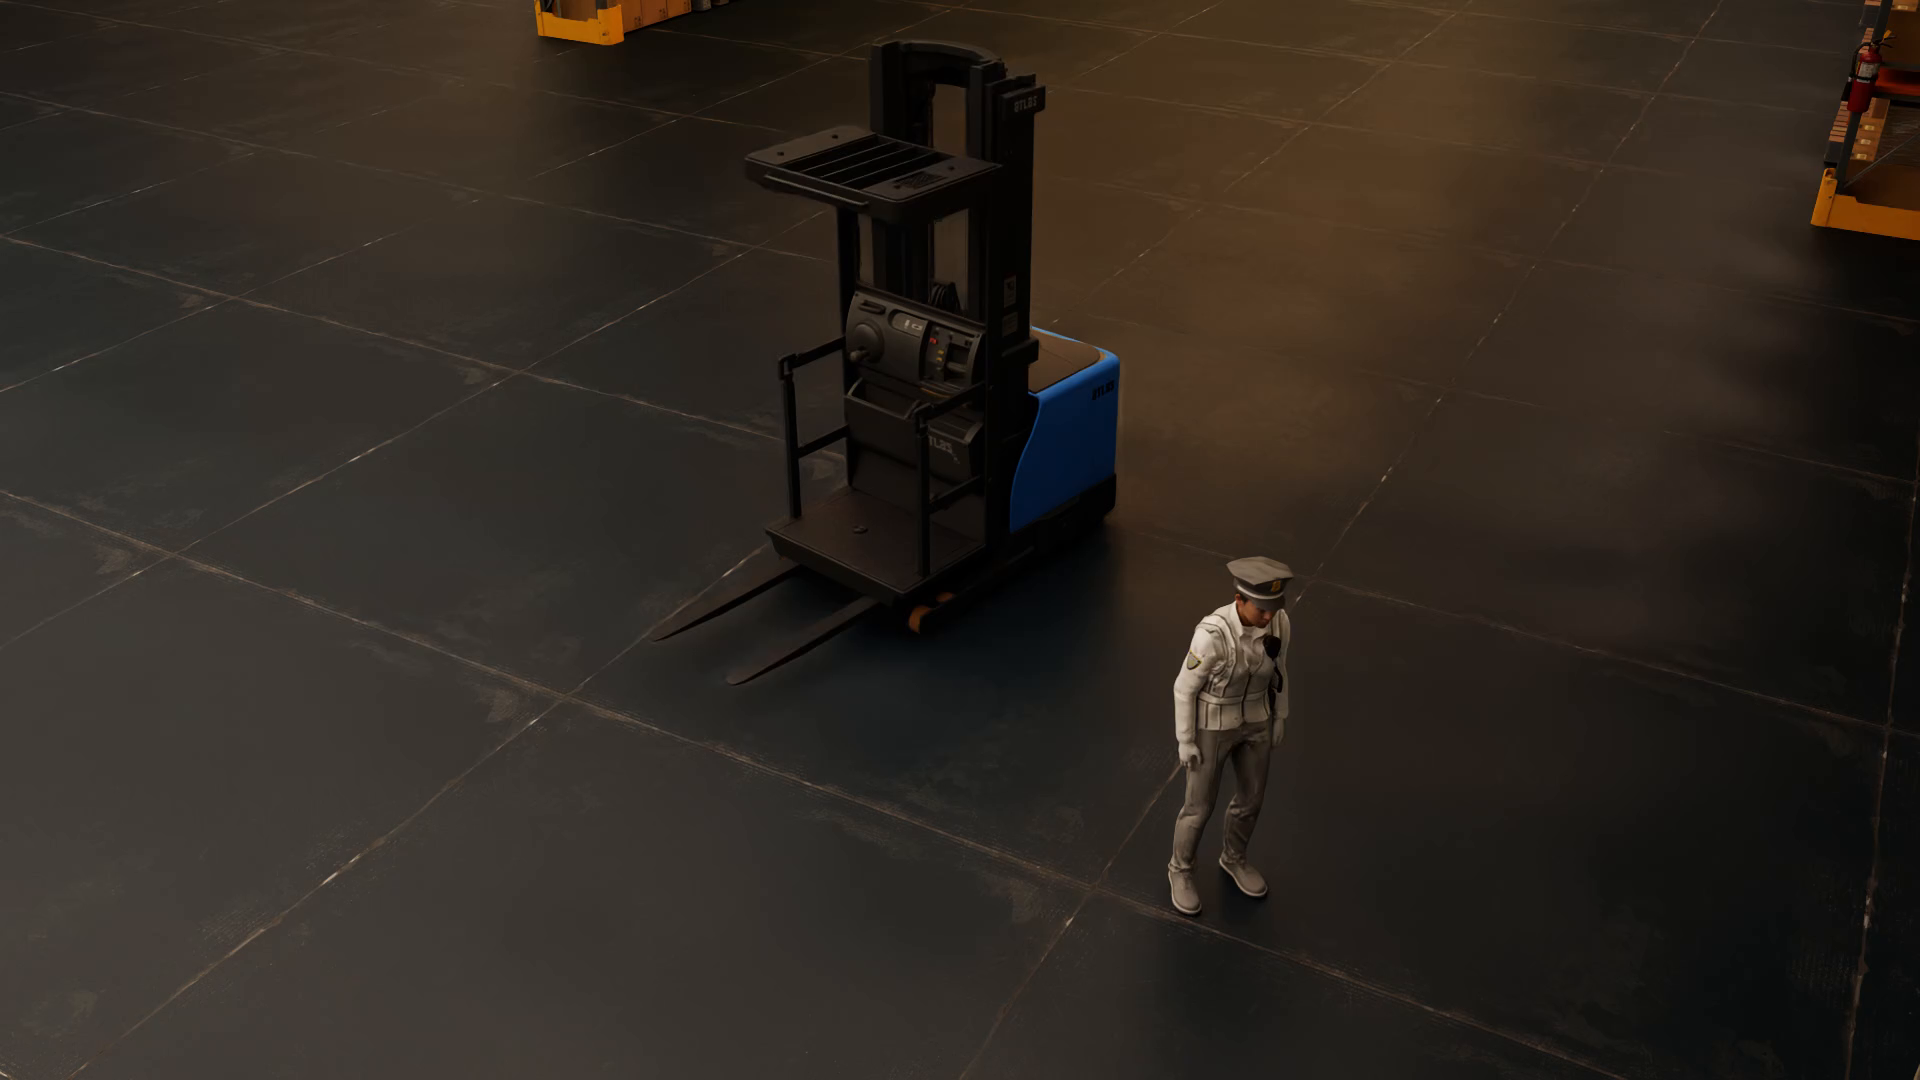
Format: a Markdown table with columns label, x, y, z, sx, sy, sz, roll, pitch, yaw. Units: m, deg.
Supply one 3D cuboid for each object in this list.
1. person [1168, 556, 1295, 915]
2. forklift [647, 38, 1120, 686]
| label | x | y | z | sx | sy | sz | roll | pitch | yaw |
| --- | --- | --- | --- | --- | --- | --- | --- | --- | --- |
| person | 1.142 | 0.793 | 6.968 | 0.529 | 1.663 | 0.374 | -11 | 32 | -18 |
| forklift | -0.394 | -1.031 | 8.858 | 1.130 | 2.935 | 3.031 | 23 | 37 | 35 |
